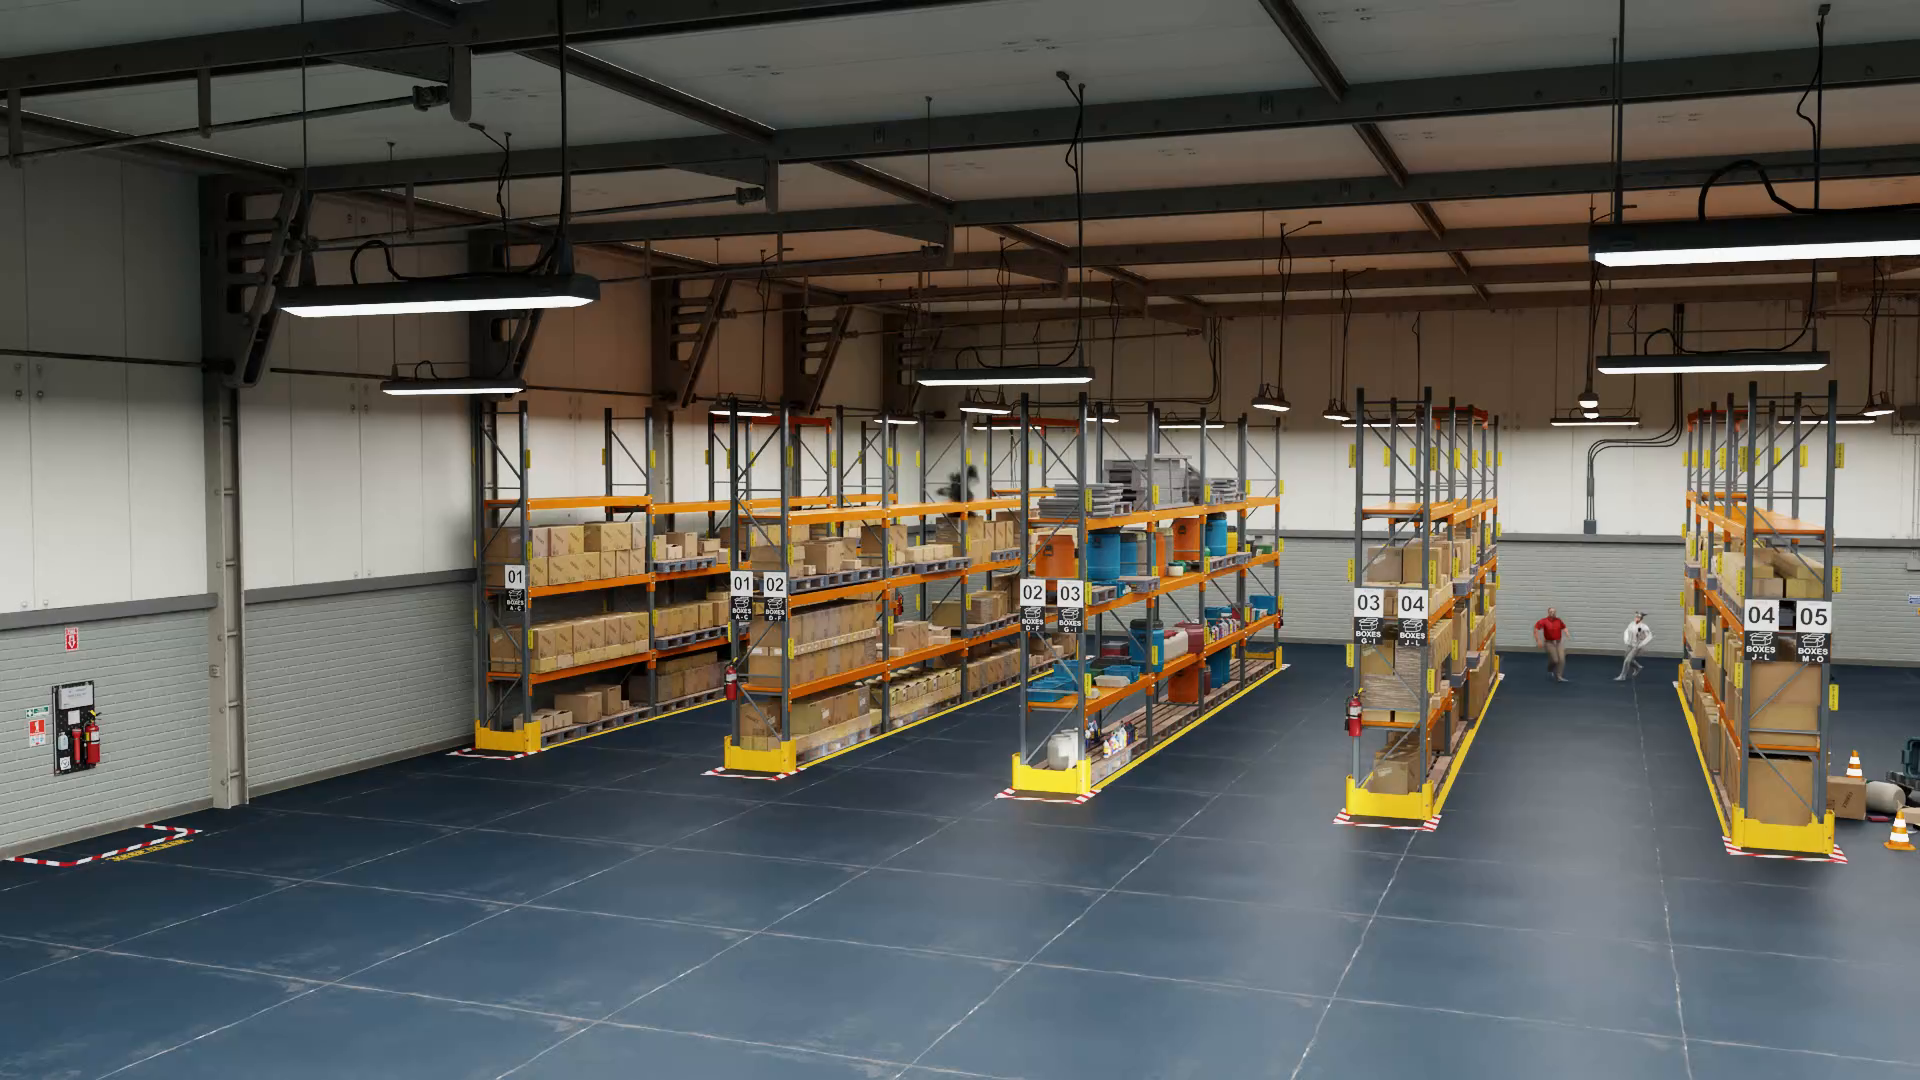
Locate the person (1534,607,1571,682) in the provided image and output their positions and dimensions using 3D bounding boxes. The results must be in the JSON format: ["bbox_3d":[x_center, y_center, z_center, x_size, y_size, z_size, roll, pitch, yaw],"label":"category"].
[{"bbox_3d":[13.310,2.351,37.367,0.782,1.665,0.609,0,3,-8],"label":"person"}]

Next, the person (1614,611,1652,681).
[{"bbox_3d":[15.243,2.384,37.400,0.794,1.608,0.666,-2,3,-29],"label":"person"}]

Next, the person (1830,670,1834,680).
[{"bbox_3d":[18.859,2.359,36.759,0.889,1.760,0.663,1,3,25],"label":"person"}]
